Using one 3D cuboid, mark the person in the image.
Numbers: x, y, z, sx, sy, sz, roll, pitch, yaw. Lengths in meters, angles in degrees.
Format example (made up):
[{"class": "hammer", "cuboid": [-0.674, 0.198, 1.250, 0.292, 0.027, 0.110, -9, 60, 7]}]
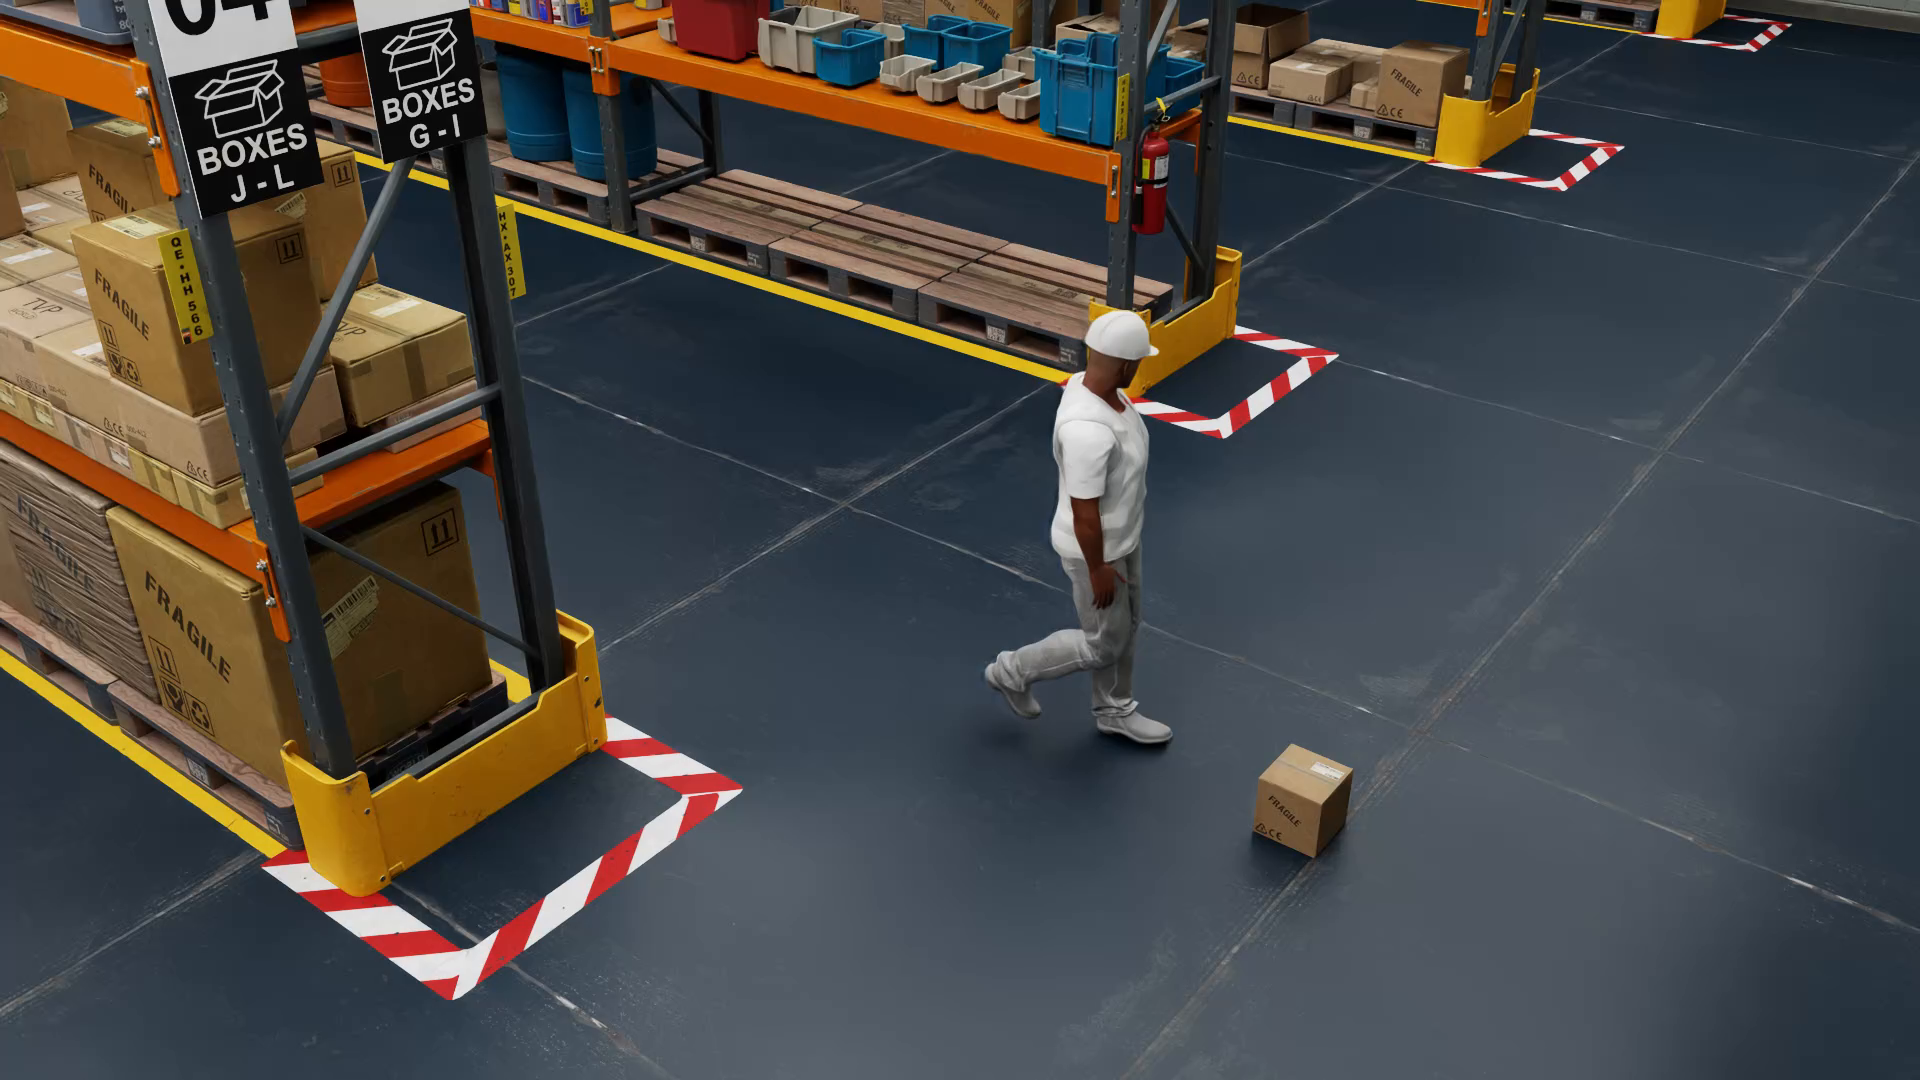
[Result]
[{"class": "person", "cuboid": [0.479, -0.020, 6.120, 0.727, 1.761, 0.582, 9, 32, 14]}]
